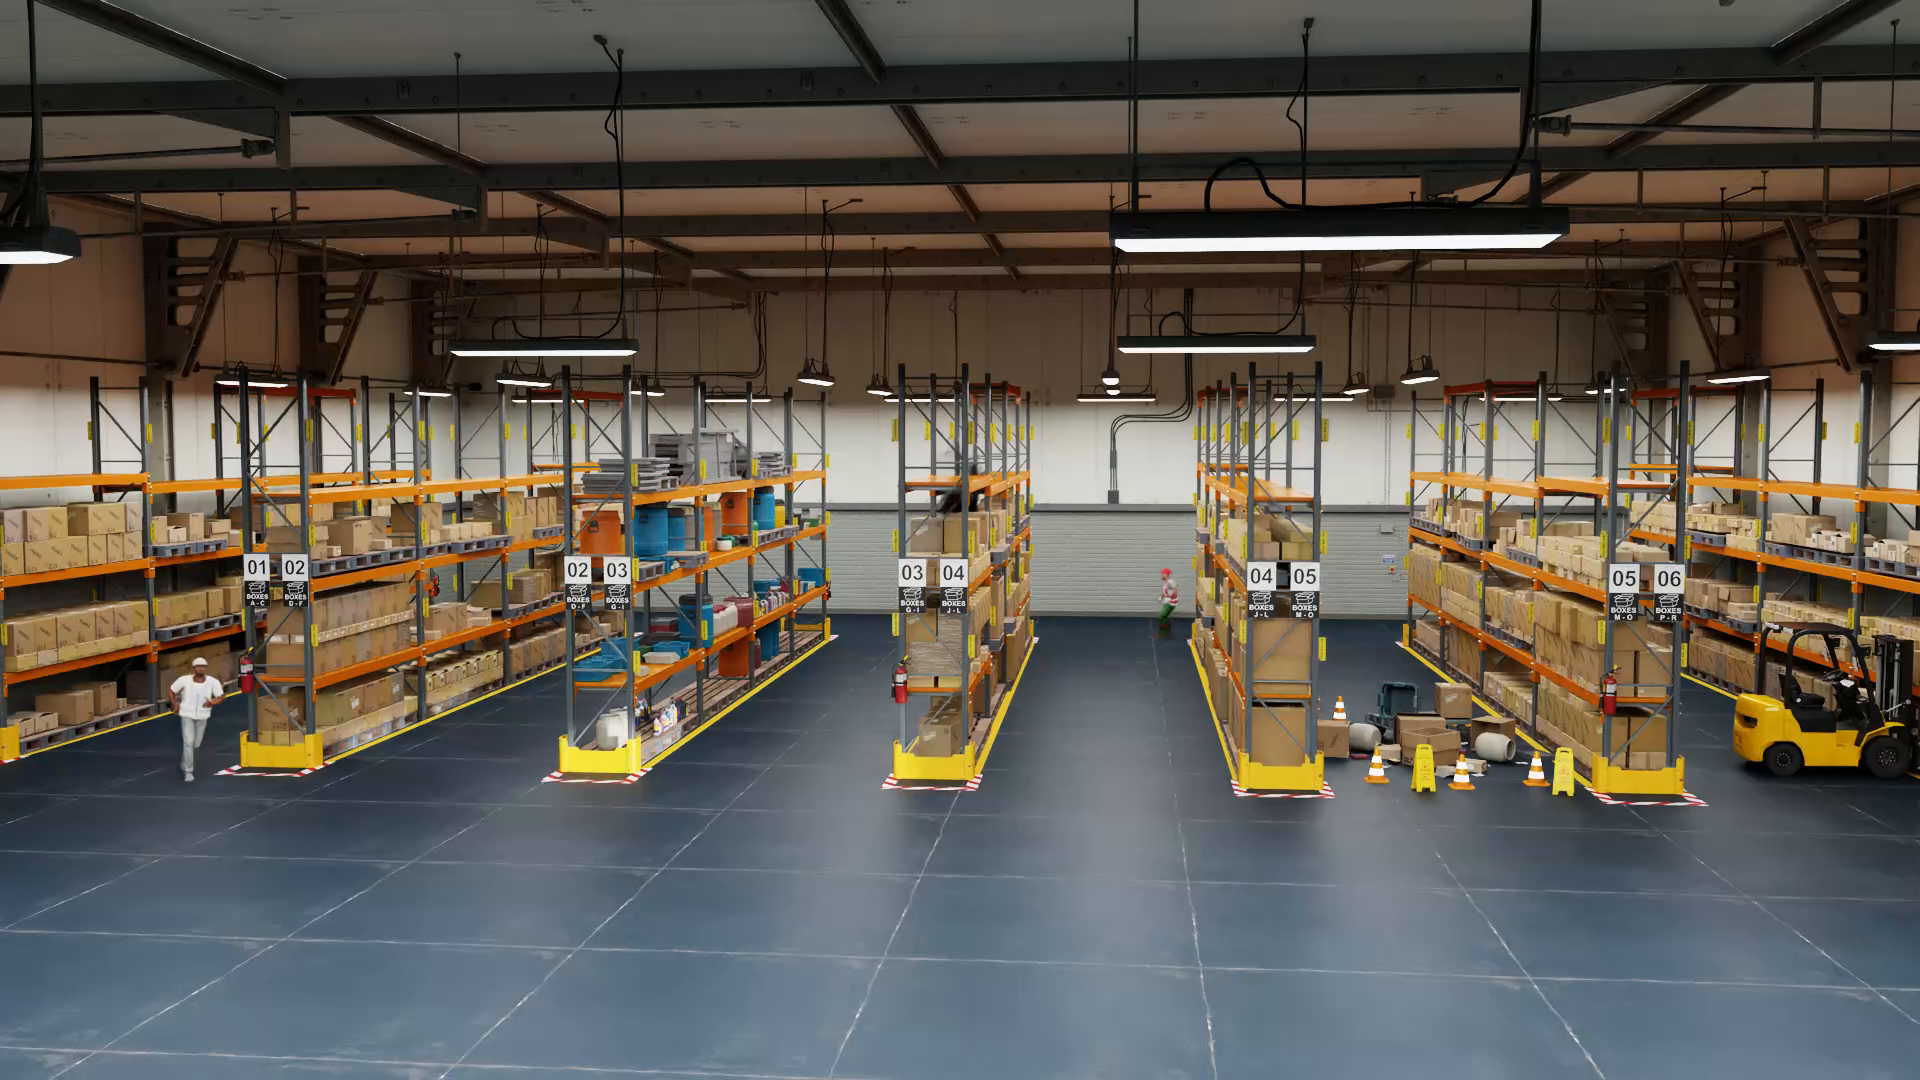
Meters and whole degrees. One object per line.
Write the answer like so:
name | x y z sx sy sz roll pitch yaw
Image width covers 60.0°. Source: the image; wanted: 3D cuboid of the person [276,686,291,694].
person | -11.513 2.381 28.315 0.521 1.639 0.700 0 4 6

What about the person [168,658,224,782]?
person | -11.148 2.588 24.301 0.735 1.755 0.887 -2 4 -32

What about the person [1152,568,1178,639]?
person | 4.968 1.546 40.574 0.604 1.731 0.938 -1 4 -11
